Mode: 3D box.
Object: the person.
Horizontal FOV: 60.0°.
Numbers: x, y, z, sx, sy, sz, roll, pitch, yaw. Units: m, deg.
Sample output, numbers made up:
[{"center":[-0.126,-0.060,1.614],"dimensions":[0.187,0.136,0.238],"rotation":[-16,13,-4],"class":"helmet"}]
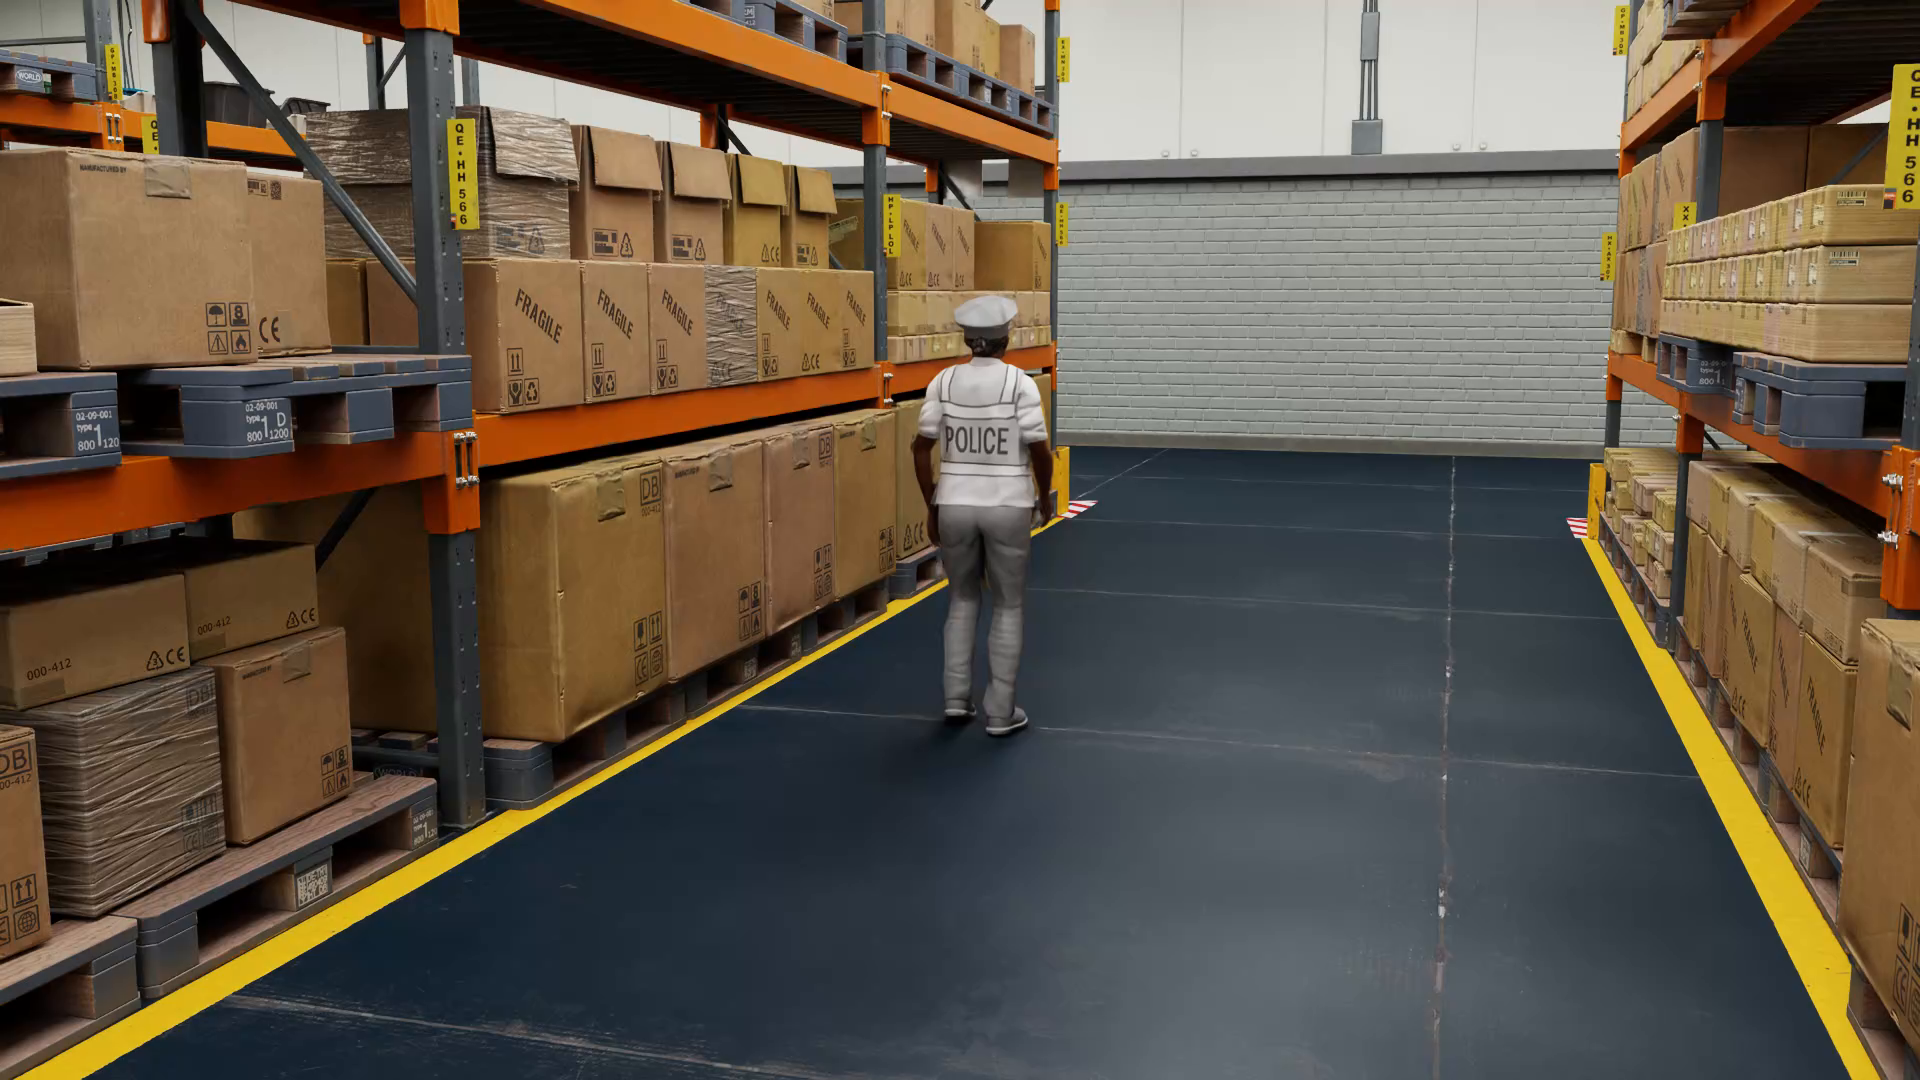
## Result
[{"center":[0.102,-0.108,6.492],"dimensions":[0.549,1.682,0.446],"rotation":[3,9,18],"class":"person"}]
